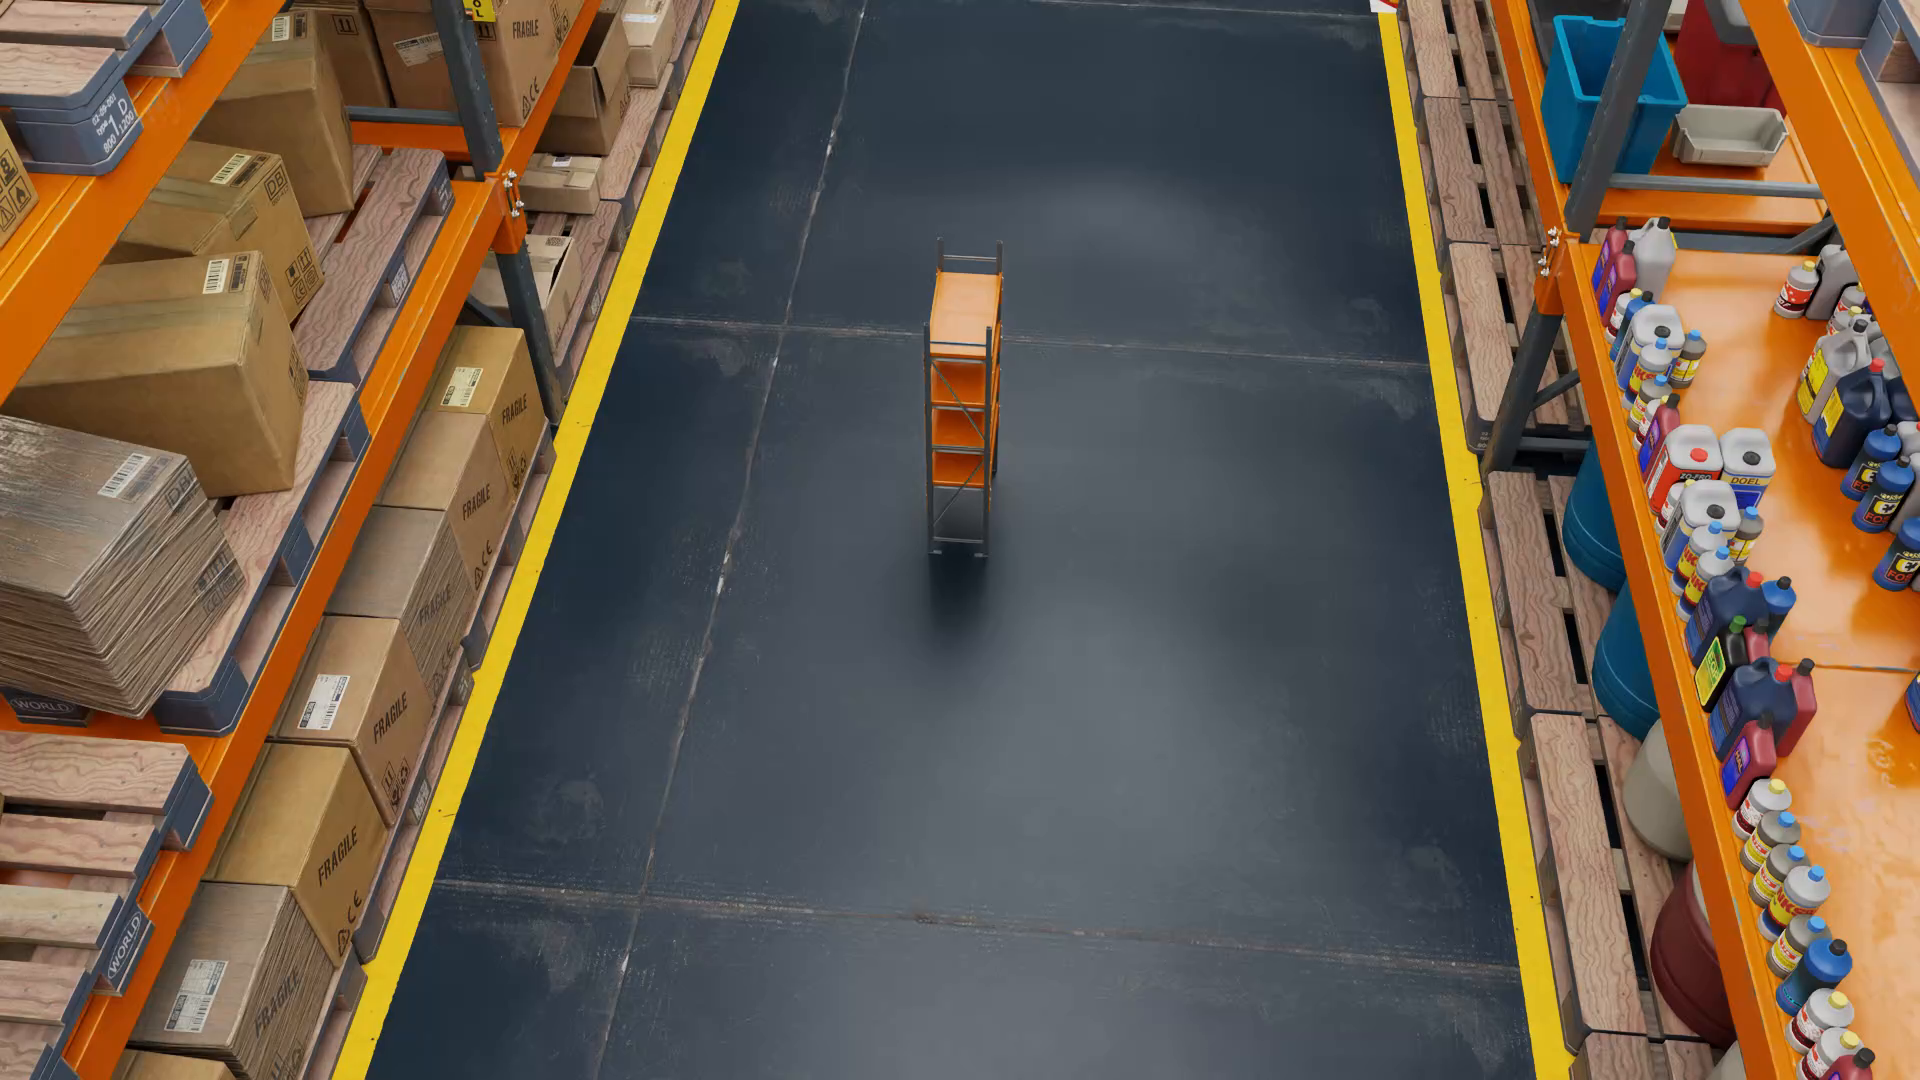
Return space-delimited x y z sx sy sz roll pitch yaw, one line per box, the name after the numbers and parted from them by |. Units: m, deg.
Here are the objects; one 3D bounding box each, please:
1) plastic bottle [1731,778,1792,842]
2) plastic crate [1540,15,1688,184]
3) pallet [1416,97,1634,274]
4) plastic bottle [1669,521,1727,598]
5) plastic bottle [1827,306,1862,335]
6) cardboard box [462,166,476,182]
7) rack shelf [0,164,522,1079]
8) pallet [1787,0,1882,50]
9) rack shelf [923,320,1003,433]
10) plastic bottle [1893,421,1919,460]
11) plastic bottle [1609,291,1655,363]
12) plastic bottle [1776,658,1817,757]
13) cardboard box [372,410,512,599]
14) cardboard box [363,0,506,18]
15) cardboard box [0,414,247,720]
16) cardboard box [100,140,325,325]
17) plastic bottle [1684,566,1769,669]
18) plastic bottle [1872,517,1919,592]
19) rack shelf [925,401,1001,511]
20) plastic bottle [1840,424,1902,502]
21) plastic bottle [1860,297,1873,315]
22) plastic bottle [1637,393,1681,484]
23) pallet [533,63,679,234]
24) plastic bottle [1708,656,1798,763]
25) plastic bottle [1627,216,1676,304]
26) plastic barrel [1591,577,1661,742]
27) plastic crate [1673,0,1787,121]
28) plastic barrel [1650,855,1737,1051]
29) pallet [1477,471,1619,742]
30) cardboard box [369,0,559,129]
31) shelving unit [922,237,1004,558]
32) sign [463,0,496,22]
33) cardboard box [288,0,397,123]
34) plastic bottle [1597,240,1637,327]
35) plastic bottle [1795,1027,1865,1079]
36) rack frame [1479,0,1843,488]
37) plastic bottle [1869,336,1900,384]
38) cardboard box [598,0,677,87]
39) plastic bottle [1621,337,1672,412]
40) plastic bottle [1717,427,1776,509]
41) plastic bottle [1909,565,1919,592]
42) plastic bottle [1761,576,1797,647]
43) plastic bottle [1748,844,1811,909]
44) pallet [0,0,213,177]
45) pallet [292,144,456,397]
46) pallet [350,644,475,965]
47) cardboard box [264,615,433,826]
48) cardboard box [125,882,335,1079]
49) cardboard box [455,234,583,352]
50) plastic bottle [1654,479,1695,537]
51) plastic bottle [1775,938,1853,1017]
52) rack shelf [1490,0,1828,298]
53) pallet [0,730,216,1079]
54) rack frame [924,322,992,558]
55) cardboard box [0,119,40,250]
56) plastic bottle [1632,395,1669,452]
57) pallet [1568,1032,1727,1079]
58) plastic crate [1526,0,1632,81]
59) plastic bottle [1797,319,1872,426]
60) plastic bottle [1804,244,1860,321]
2.057 0.682 4.254 0.097 0.201 0.097 0 48 0 | plastic bottle
2.400 -1.625 6.200 0.392 0.384 0.575 4 48 4 | plastic crate
2.834 -1.745 8.229 1.003 0.211 1.213 4 48 4 | pallet
2.132 0.048 4.786 0.097 0.271 0.097 0 48 0 | plastic bottle
2.927 -0.685 5.504 0.097 0.201 0.097 0 48 0 | plastic bottle
-2.397 -1.810 7.923 0.500 0.311 0.500 4 48 4 | cardboard box
-2.417 0.132 5.110 1.077 0.370 4.000 4 48 4 | rack shelf
2.723 -1.610 4.311 1.213 0.211 1.003 4 48 4 | pallet
0.015 -0.632 6.329 0.258 0.148 0.480 4 48 4 | rack shelf
2.904 -0.252 5.058 0.152 0.276 0.135 4 48 4 | plastic bottle
2.226 -0.704 5.475 0.097 0.271 0.097 0 48 0 | plastic bottle
2.209 0.443 4.417 0.061 0.283 0.133 4 48 4 | plastic bottle
-2.048 -0.140 6.267 0.500 0.500 0.500 4 48 4 | cardboard box
-1.912 -2.279 6.082 0.500 0.500 0.500 5 48 5 | cardboard box
-2.381 0.054 4.341 0.700 0.500 0.500 12 49 11 | cardboard box
-2.501 -0.913 5.226 0.700 0.500 0.500 11 48 10 | cardboard box
2.134 0.198 4.595 0.144 0.351 0.185 4 48 4 | plastic bottle
2.745 0.024 4.808 0.097 0.271 0.097 0 48 0 | plastic bottle
0.015 -0.347 6.641 0.258 0.148 0.480 4 48 4 | rack shelf
2.778 -0.245 5.054 0.097 0.271 0.097 0 48 0 | plastic bottle
3.008 -0.720 5.481 0.061 0.283 0.133 4 48 4 | plastic bottle
2.158 -0.311 5.107 0.061 0.283 0.133 4 48 4 | plastic bottle
-2.063 -2.042 8.501 1.003 0.211 1.213 4 48 4 | pallet
2.105 0.432 4.382 0.144 0.351 0.185 4 48 4 | plastic bottle
2.339 -0.961 5.655 0.144 0.351 0.185 4 48 4 | plastic bottle
2.566 0.241 5.660 0.600 0.901 0.708 4 48 4 | plastic barrel
3.028 -1.925 6.420 0.402 0.464 0.583 4 48 4 | plastic crate
2.463 1.177 5.016 0.600 0.588 0.708 4 48 4 | plastic barrel
2.585 0.261 6.394 1.003 0.211 1.213 4 48 4 | pallet
-1.917 -1.970 6.477 0.500 0.500 0.500 5 48 5 | cardboard box
0.015 -0.527 6.444 0.258 1.200 0.503 4 48 4 | shelving unit
-1.682 -1.936 5.729 0.100 0.325 0.005 4 48 4 | sign
-2.445 -1.998 6.503 0.500 0.500 0.500 5 48 4 | cardboard box
2.227 -0.866 5.614 0.061 0.283 0.133 4 48 4 | plastic bottle
1.994 1.183 3.796 0.097 0.201 0.097 0 48 0 | plastic bottle
2.697 -1.244 5.881 1.000 3.000 0.127 4 48 4 | rack frame
2.939 -0.530 5.261 0.144 0.351 0.185 4 48 4 | plastic bottle
-1.791 -2.628 8.712 0.500 0.250 0.500 4 48 4 | cardboard box
2.205 -0.534 5.319 0.097 0.271 0.097 0 48 0 | plastic bottle
2.343 -0.197 5.008 0.152 0.276 0.135 4 48 4 | plastic bottle
2.871 0.017 4.811 0.152 0.276 0.135 4 48 4 | plastic bottle
2.258 0.201 4.647 0.097 0.271 0.097 0 48 0 | plastic bottle
2.039 0.826 4.123 0.097 0.201 0.097 0 48 0 | plastic bottle
-2.456 -1.292 4.020 1.213 0.211 1.003 4 48 4 | pallet
-2.417 -0.935 5.729 1.003 0.211 1.213 4 48 4 | pallet
-2.380 0.860 5.846 1.003 0.211 1.213 4 48 4 | pallet
-2.138 0.602 5.588 0.500 0.500 0.500 2 48 2 | cardboard box
-2.231 1.354 4.900 0.500 0.500 0.500 2 48 2 | cardboard box
-1.981 -1.115 7.287 0.500 0.311 0.500 4 48 4 | cardboard box
2.153 -0.099 4.968 0.097 0.201 0.097 0 48 0 | plastic bottle
2.012 1.016 3.901 0.097 0.271 0.097 0 48 0 | plastic bottle
2.880 -2.471 7.491 1.077 0.370 4.000 4 48 4 | rack shelf
-2.608 0.921 4.031 1.213 0.211 1.003 4 48 4 | pallet
-0.007 -0.347 6.280 0.240 1.200 0.015 4 48 4 | rack frame
-2.500 -0.766 3.344 0.910 0.500 0.500 4 48 4 | cardboard box
2.187 -0.367 5.214 0.097 0.201 0.097 0 48 0 | plastic bottle
2.363 2.054 4.754 1.003 0.211 1.213 4 48 4 | pallet
2.532 -2.012 6.729 0.437 0.125 0.590 4 48 4 | plastic crate
2.796 -0.540 5.270 0.144 0.351 0.185 4 48 4 | plastic bottle
2.983 -0.891 5.642 0.152 0.276 0.135 4 48 4 | plastic bottle
